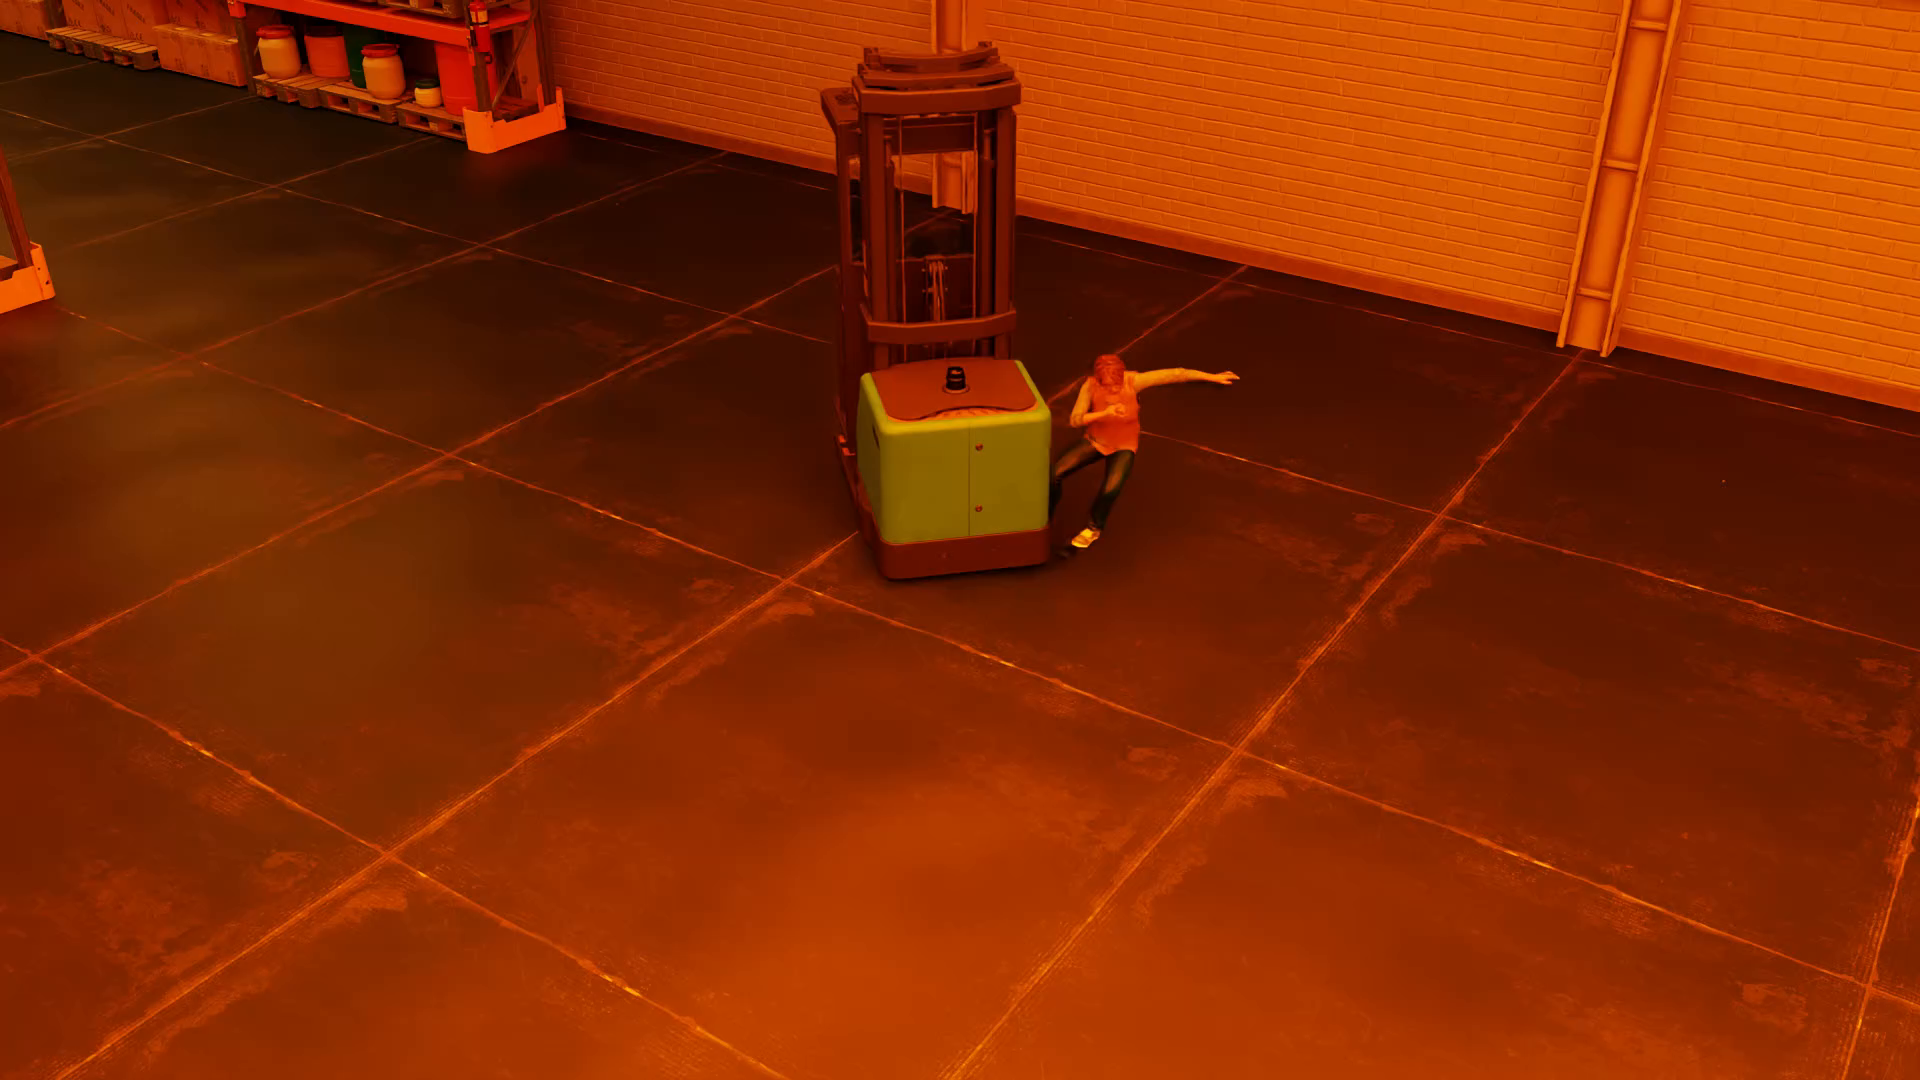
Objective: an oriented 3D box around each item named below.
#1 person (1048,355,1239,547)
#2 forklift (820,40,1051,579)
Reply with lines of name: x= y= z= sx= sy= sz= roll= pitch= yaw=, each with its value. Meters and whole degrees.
person: x=1.001 y=-0.541 z=10.138 sx=1.310 sy=1.252 sz=0.657 roll=5 pitch=30 yaw=8
forklift: x=-0.253 y=-1.758 z=10.608 sx=1.130 sy=2.935 sz=3.031 roll=-6 pitch=31 yaw=-10
